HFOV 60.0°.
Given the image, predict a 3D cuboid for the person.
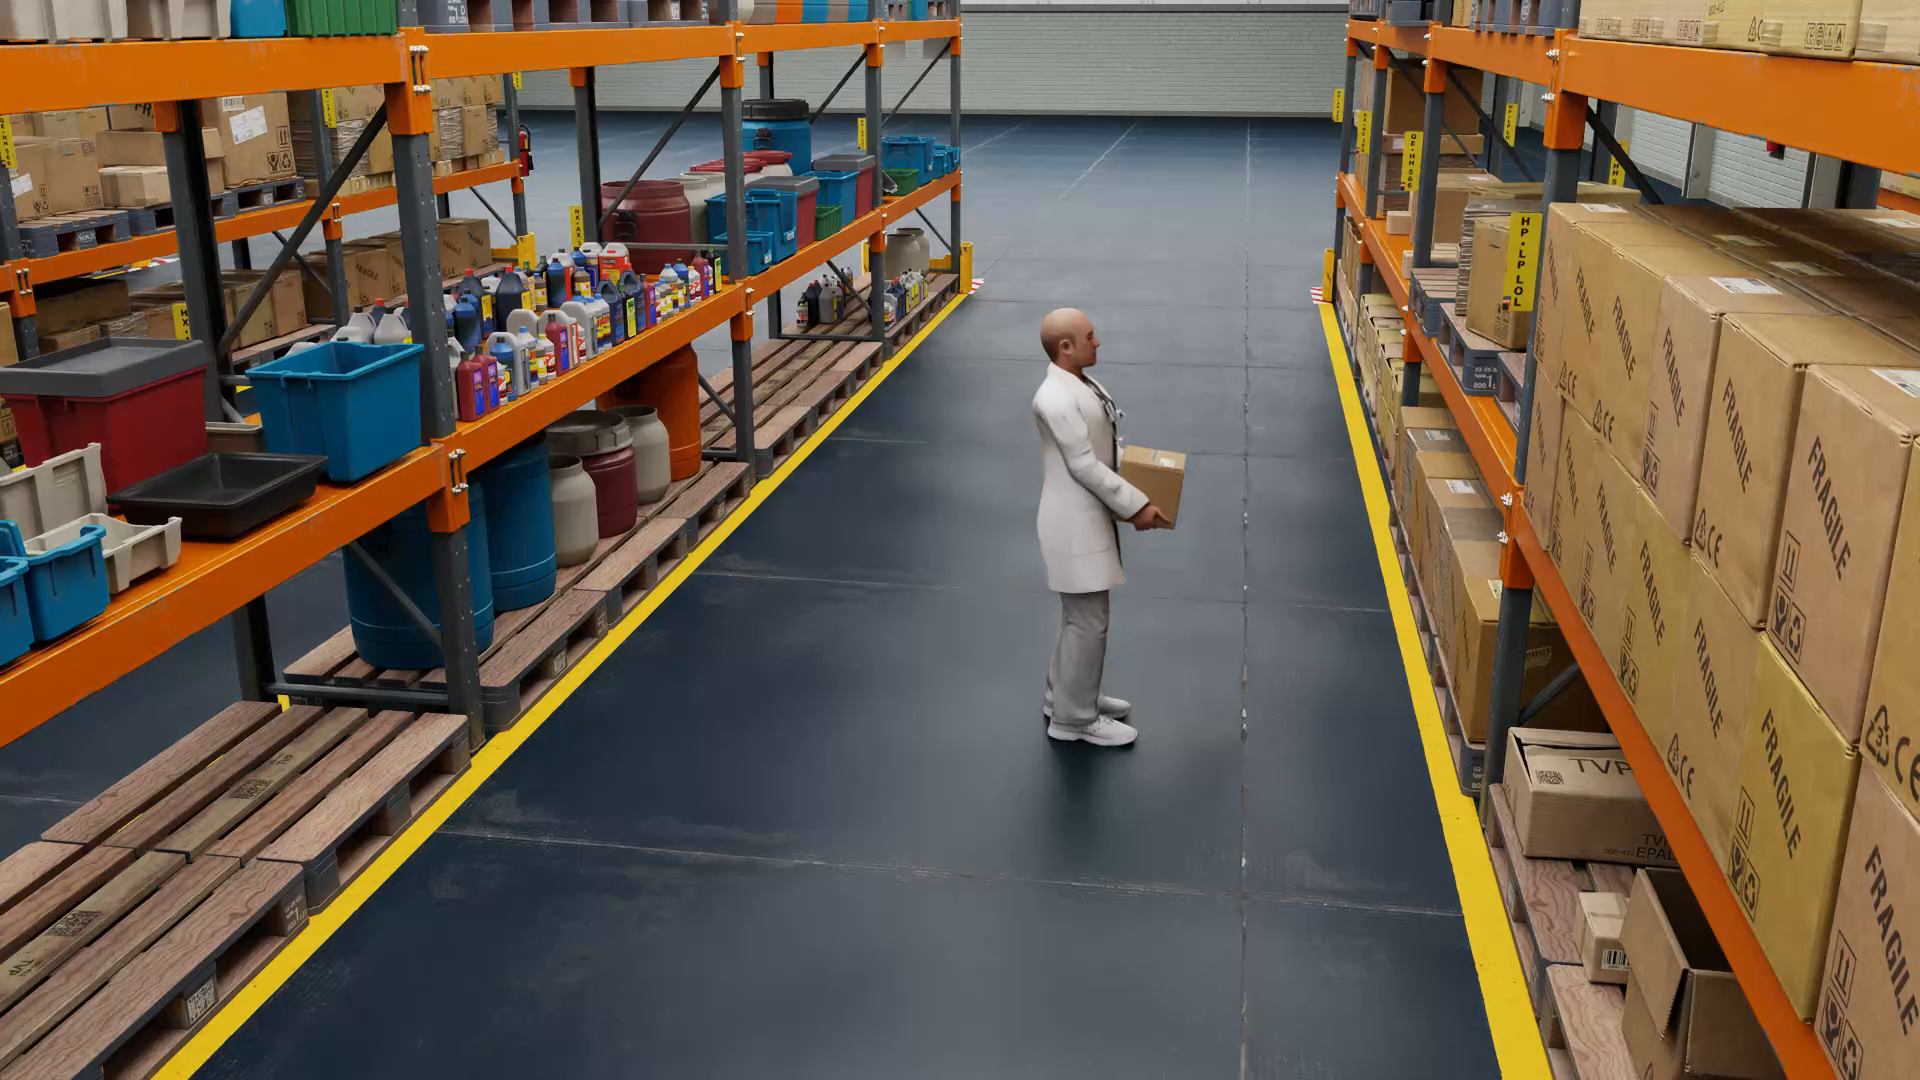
[{"bbox_3d":[0.580,-0.051,6.748,0.553,1.772,0.529,3,18,10],"label":"person"}]
